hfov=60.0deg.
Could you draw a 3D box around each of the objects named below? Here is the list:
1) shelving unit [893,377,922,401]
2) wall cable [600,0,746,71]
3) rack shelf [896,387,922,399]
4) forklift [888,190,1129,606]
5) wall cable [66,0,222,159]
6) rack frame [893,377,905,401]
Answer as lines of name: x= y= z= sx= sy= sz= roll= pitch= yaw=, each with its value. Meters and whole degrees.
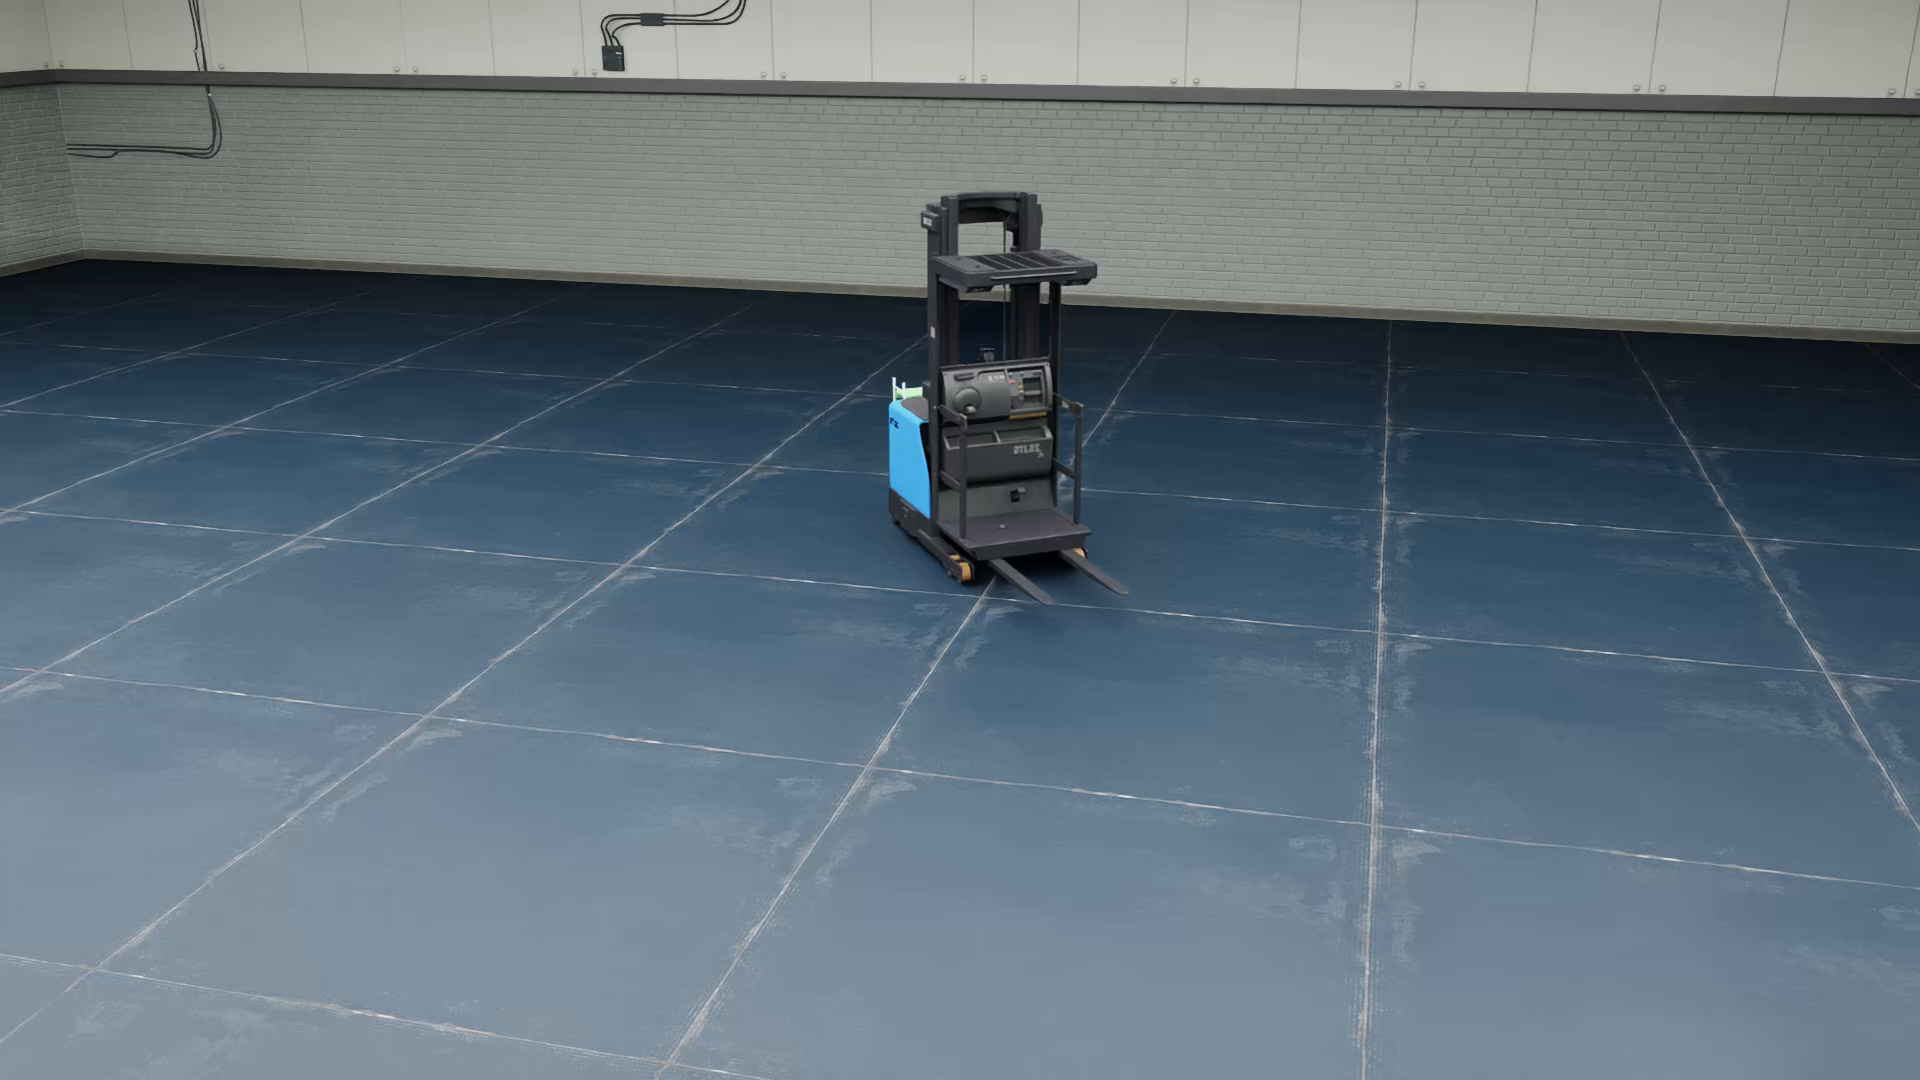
shelving unit: x=-0.314 y=-0.870 z=14.879 sx=0.503 sy=1.200 sz=0.258 roll=-9 pitch=21 yaw=-24
wall cable: x=-4.191 y=-9.757 z=23.568 sx=2.305 sy=6.003 sz=0.169 roll=5 pitch=19 yaw=13
rack shelf: x=-0.314 y=-1.264 z=14.745 sx=0.480 sy=0.148 sz=0.258 roll=-9 pitch=21 yaw=-24
forklift: x=0.385 y=-1.198 z=13.160 sx=1.130 sy=2.935 sz=3.031 roll=-7 pitch=20 yaw=-20
wall cable: x=-13.393 y=-7.432 z=26.830 sx=3.097 sy=2.526 sz=0.112 roll=5 pitch=19 yaw=13
rack frame: x=-0.535 y=-0.837 z=14.782 sx=0.015 sy=1.200 sz=0.240 roll=-9 pitch=21 yaw=-24
